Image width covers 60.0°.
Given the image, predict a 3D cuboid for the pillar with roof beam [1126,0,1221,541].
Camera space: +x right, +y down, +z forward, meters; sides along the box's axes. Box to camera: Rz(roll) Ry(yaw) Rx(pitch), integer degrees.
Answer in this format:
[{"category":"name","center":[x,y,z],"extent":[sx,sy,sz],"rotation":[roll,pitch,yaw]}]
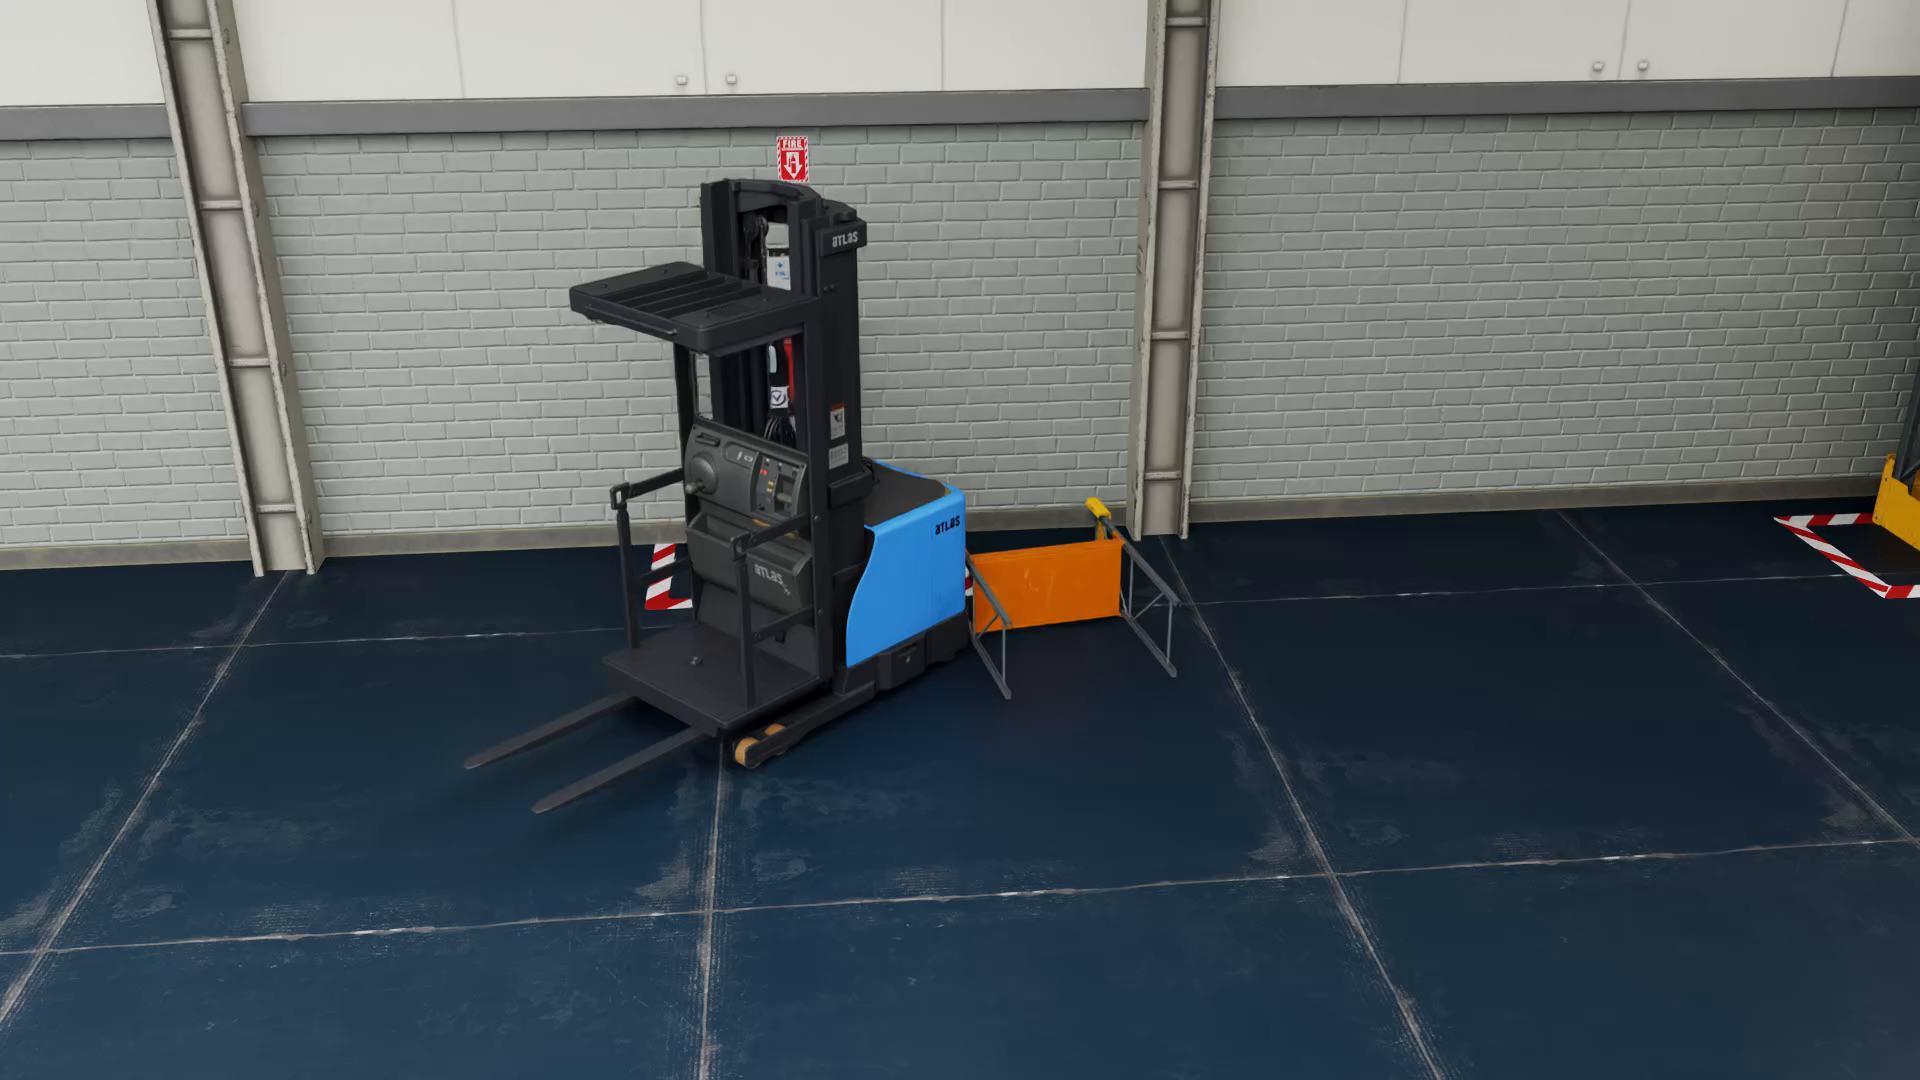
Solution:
[{"category":"pillar with roof beam","center":[1.827,-2.437,6.153],"extent":[0.400,9.000,9.100],"rotation":[-2,24,-5]}]

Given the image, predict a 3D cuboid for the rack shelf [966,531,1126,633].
[{"category":"rack shelf","center":[0.526,0.268,10.392],"extent":[1.000,0.538,0.185],"rotation":[-6,25,-14]}]

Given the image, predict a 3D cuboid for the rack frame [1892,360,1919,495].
[{"category":"rack frame","center":[6.763,-1.298,10.976],"extent":[0.127,3.000,1.000],"rotation":[-2,24,-5]}]

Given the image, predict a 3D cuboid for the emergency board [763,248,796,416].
[{"category":"emergency board","center":[-1.059,-1.352,11.100],"extent":[0.643,1.169,0.194],"rotation":[-2,24,-5]}]

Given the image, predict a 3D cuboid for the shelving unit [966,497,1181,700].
[{"category":"shelving unit","center":[0.582,0.338,10.235],"extent":[1.083,0.587,1.500],"rotation":[-6,25,-14]}]

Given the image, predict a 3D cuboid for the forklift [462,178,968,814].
[{"category":"forklift","center":[-1.311,-0.339,8.903],"extent":[1.130,2.935,3.031],"rotation":[20,31,38]}]

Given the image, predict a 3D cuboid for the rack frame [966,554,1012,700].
[{"category":"rack frame","center":[0.083,0.393,10.112],"extent":[0.032,0.500,1.500],"rotation":[-6,25,-14]}]

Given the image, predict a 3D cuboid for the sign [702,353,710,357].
[{"category":"sign","center":[-1.619,-1.388,11.136],"extent":[0.234,0.329,0.001],"rotation":[-2,24,-5]}]

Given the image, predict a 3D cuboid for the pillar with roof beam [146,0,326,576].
[{"category":"pillar with roof beam","center":[-4.144,-2.197,5.615],"extent":[0.400,9.000,9.100],"rotation":[-2,24,-5]}]

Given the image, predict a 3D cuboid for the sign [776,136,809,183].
[{"category":"sign","center":[-1.077,-2.452,10.719],"extent":[0.199,0.298,0.001],"rotation":[-2,24,-5]}]

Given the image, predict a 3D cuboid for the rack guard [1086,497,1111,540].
[{"category":"rack guard","center":[0.899,0.040,10.906],"extent":[0.087,0.587,0.250],"rotation":[-6,25,-14]}]

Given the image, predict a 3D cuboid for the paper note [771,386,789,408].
[{"category":"paper note","center":[-1.242,-0.971,11.325],"extent":[0.142,0.148,0.016],"rotation":[-2,24,-5]}]

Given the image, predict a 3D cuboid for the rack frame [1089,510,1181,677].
[{"category":"rack frame","center":[1.064,0.285,10.355],"extent":[0.032,0.500,1.500],"rotation":[-6,25,-14]}]

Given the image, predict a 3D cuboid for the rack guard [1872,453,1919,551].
[{"category":"rack guard","center":[6.839,-0.158,11.491],"extent":[0.348,0.500,1.175],"rotation":[-2,24,-5]}]
